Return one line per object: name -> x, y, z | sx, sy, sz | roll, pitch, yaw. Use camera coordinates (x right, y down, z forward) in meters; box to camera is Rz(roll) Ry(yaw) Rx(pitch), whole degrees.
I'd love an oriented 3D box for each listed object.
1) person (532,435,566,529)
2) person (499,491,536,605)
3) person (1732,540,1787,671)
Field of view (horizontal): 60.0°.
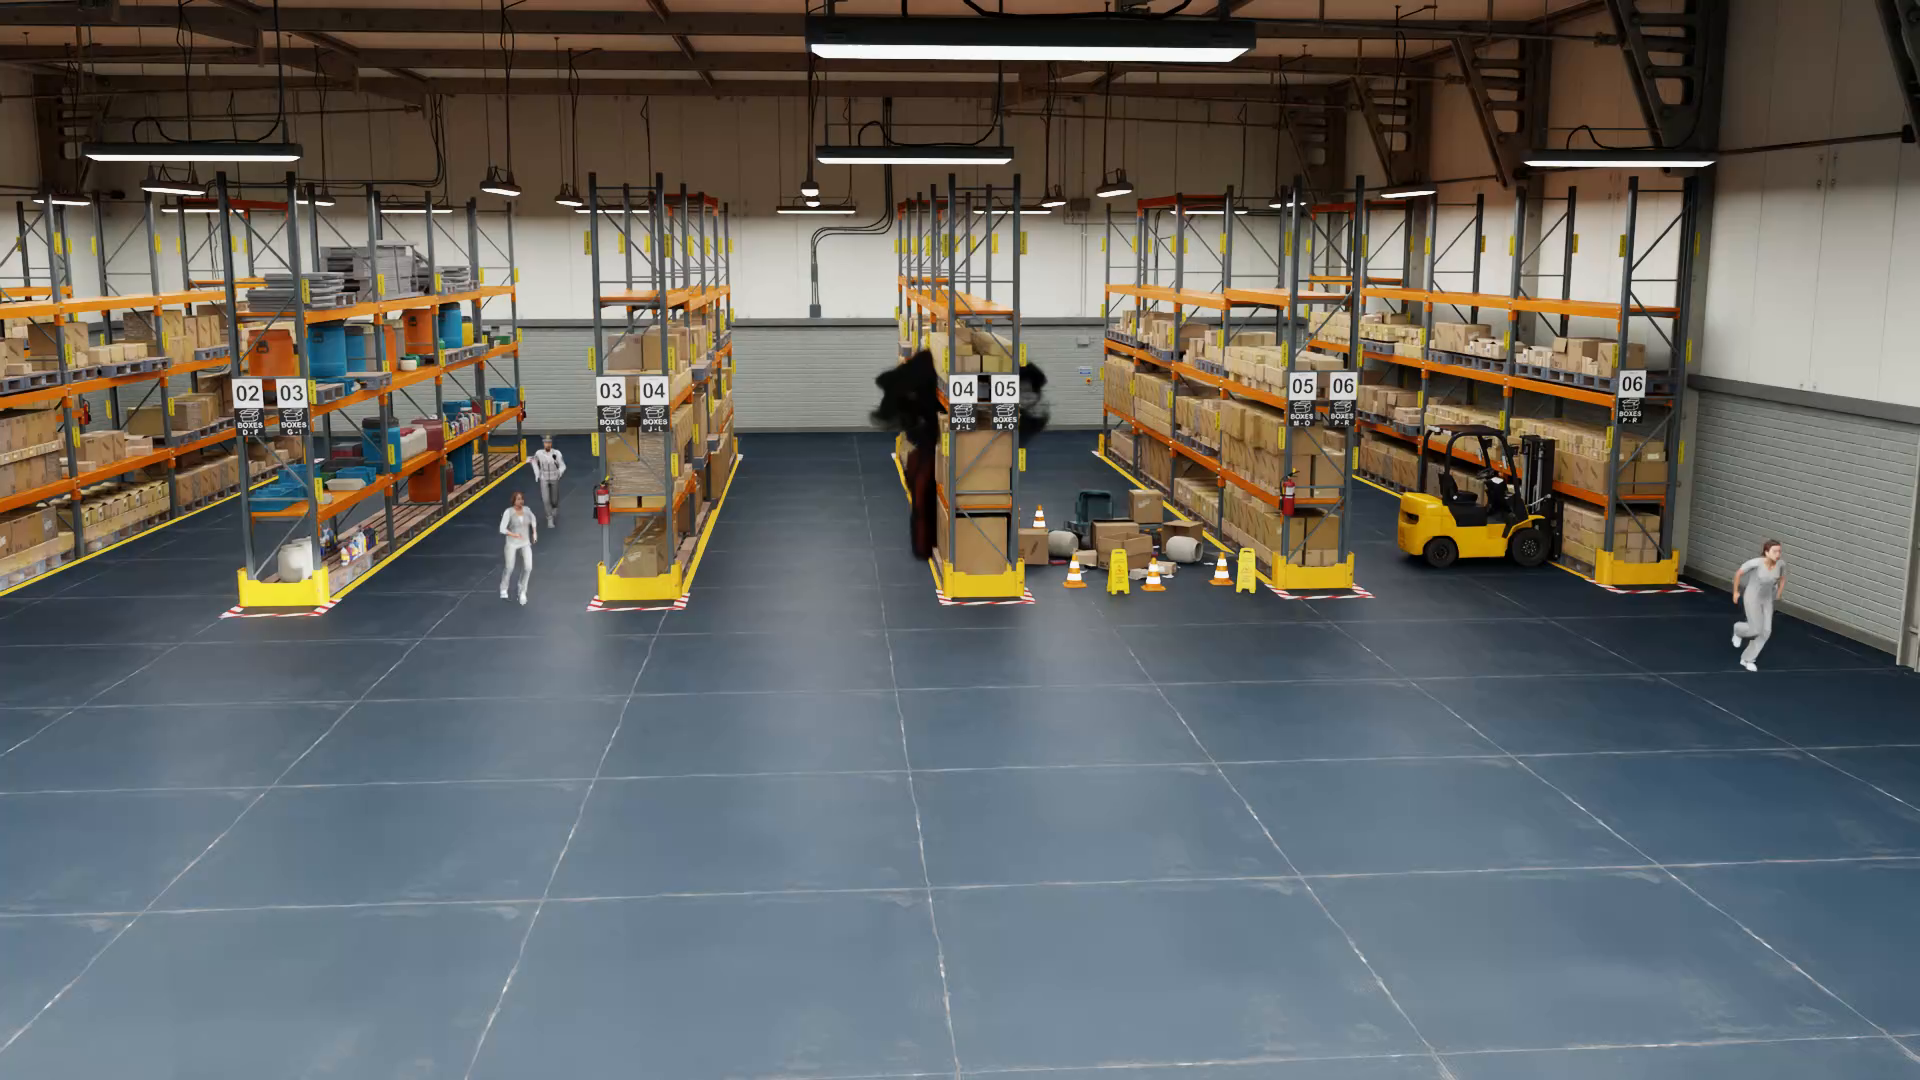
person -> -7.448, -1.094, 30.160 | 0.600, 1.678, 0.843 | -2, 10, -13
person -> -6.244, 0.104, 23.582 | 0.572, 1.622, 0.689 | -6, 11, -29
person -> 9.561, 0.753, 19.966 | 0.556, 1.602, 0.711 | -2, 10, -9
